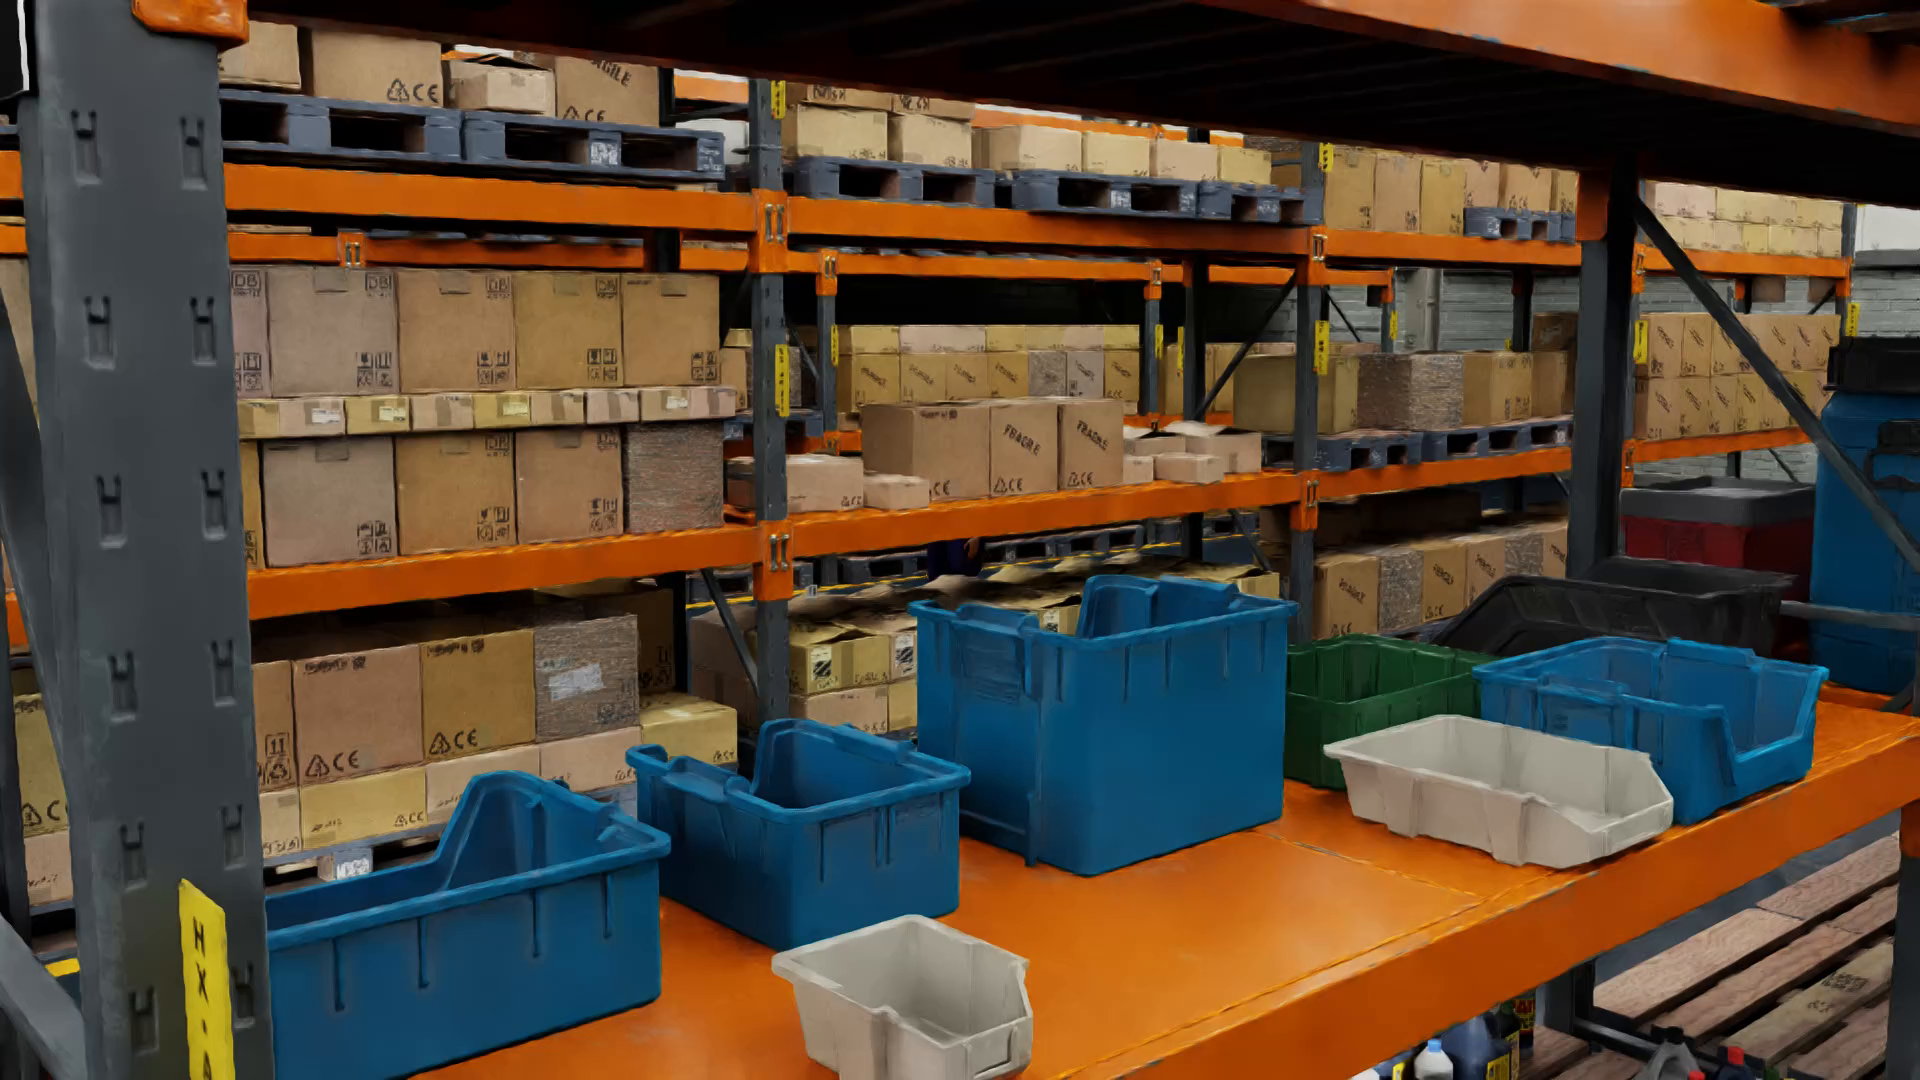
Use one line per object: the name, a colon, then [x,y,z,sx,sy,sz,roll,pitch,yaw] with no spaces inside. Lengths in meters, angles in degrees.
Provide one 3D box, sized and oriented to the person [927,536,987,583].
person: [-0.031,0.291,11.098,0.342,1.034,0.447,-6,10,-40]
